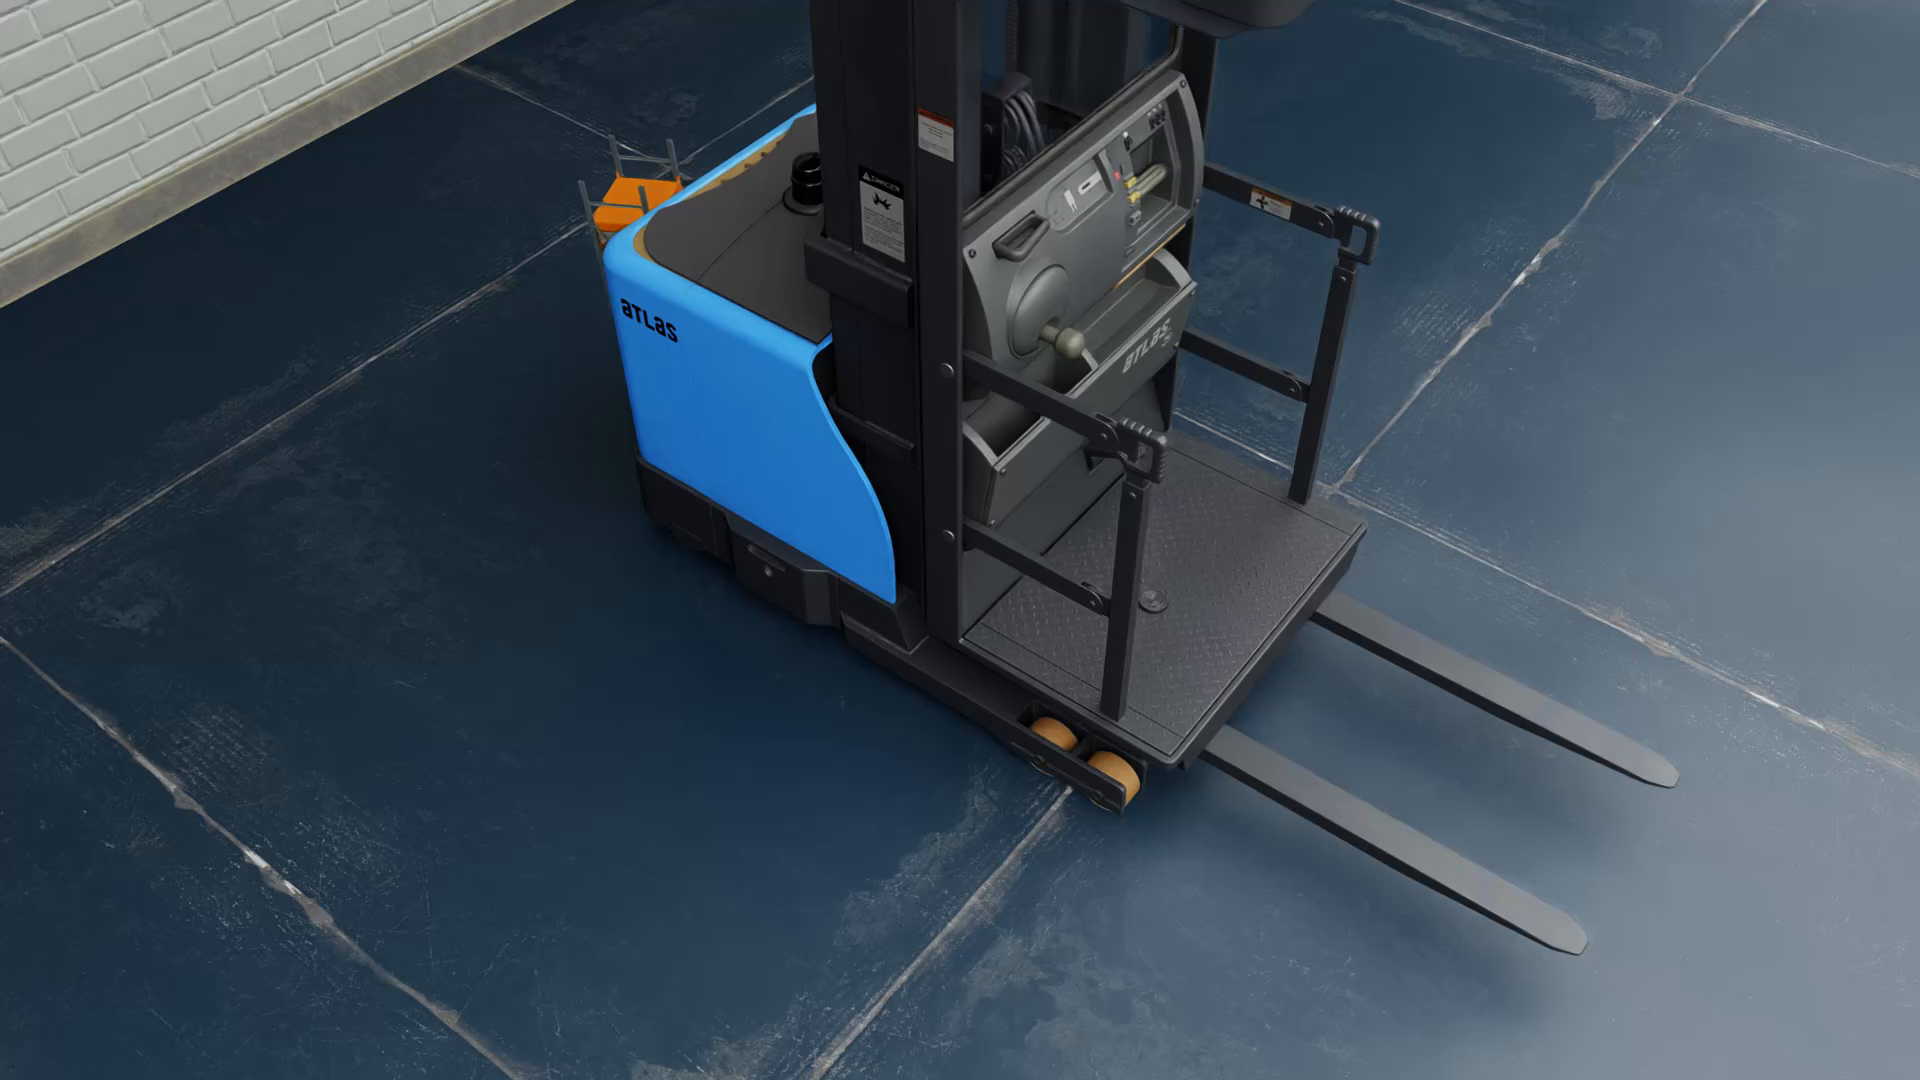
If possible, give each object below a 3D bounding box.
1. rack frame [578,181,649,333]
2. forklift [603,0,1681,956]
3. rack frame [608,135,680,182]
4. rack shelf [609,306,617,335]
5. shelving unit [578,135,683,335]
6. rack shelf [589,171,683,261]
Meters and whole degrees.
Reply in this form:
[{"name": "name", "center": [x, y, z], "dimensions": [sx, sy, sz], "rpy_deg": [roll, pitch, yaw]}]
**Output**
[{"name": "rack frame", "center": [-0.972, -0.654, 5.140], "dimensions": [0.200, 1.050, 0.008], "rpy_deg": [7, 47, 11]}, {"name": "forklift", "center": [0.482, -0.714, 3.905], "dimensions": [3.031, 2.935, 1.130], "rpy_deg": [29, 53, 25]}, {"name": "rack frame", "center": [-0.920, -0.826, 5.305], "dimensions": [0.200, 1.050, 0.008], "rpy_deg": [7, 47, 11]}, {"name": "rack shelf", "center": [-0.946, -0.732, 5.230], "dimensions": [0.215, 0.259, 0.240], "rpy_deg": [7, 47, 11]}, {"name": "shelving unit", "center": [-0.946, -0.740, 5.223], "dimensions": [0.215, 1.050, 0.252], "rpy_deg": [7, 47, 11]}, {"name": "rack shelf", "center": [-0.961, -0.931, 5.028], "dimensions": [0.215, 0.259, 0.240], "rpy_deg": [7, 47, 11]}]
